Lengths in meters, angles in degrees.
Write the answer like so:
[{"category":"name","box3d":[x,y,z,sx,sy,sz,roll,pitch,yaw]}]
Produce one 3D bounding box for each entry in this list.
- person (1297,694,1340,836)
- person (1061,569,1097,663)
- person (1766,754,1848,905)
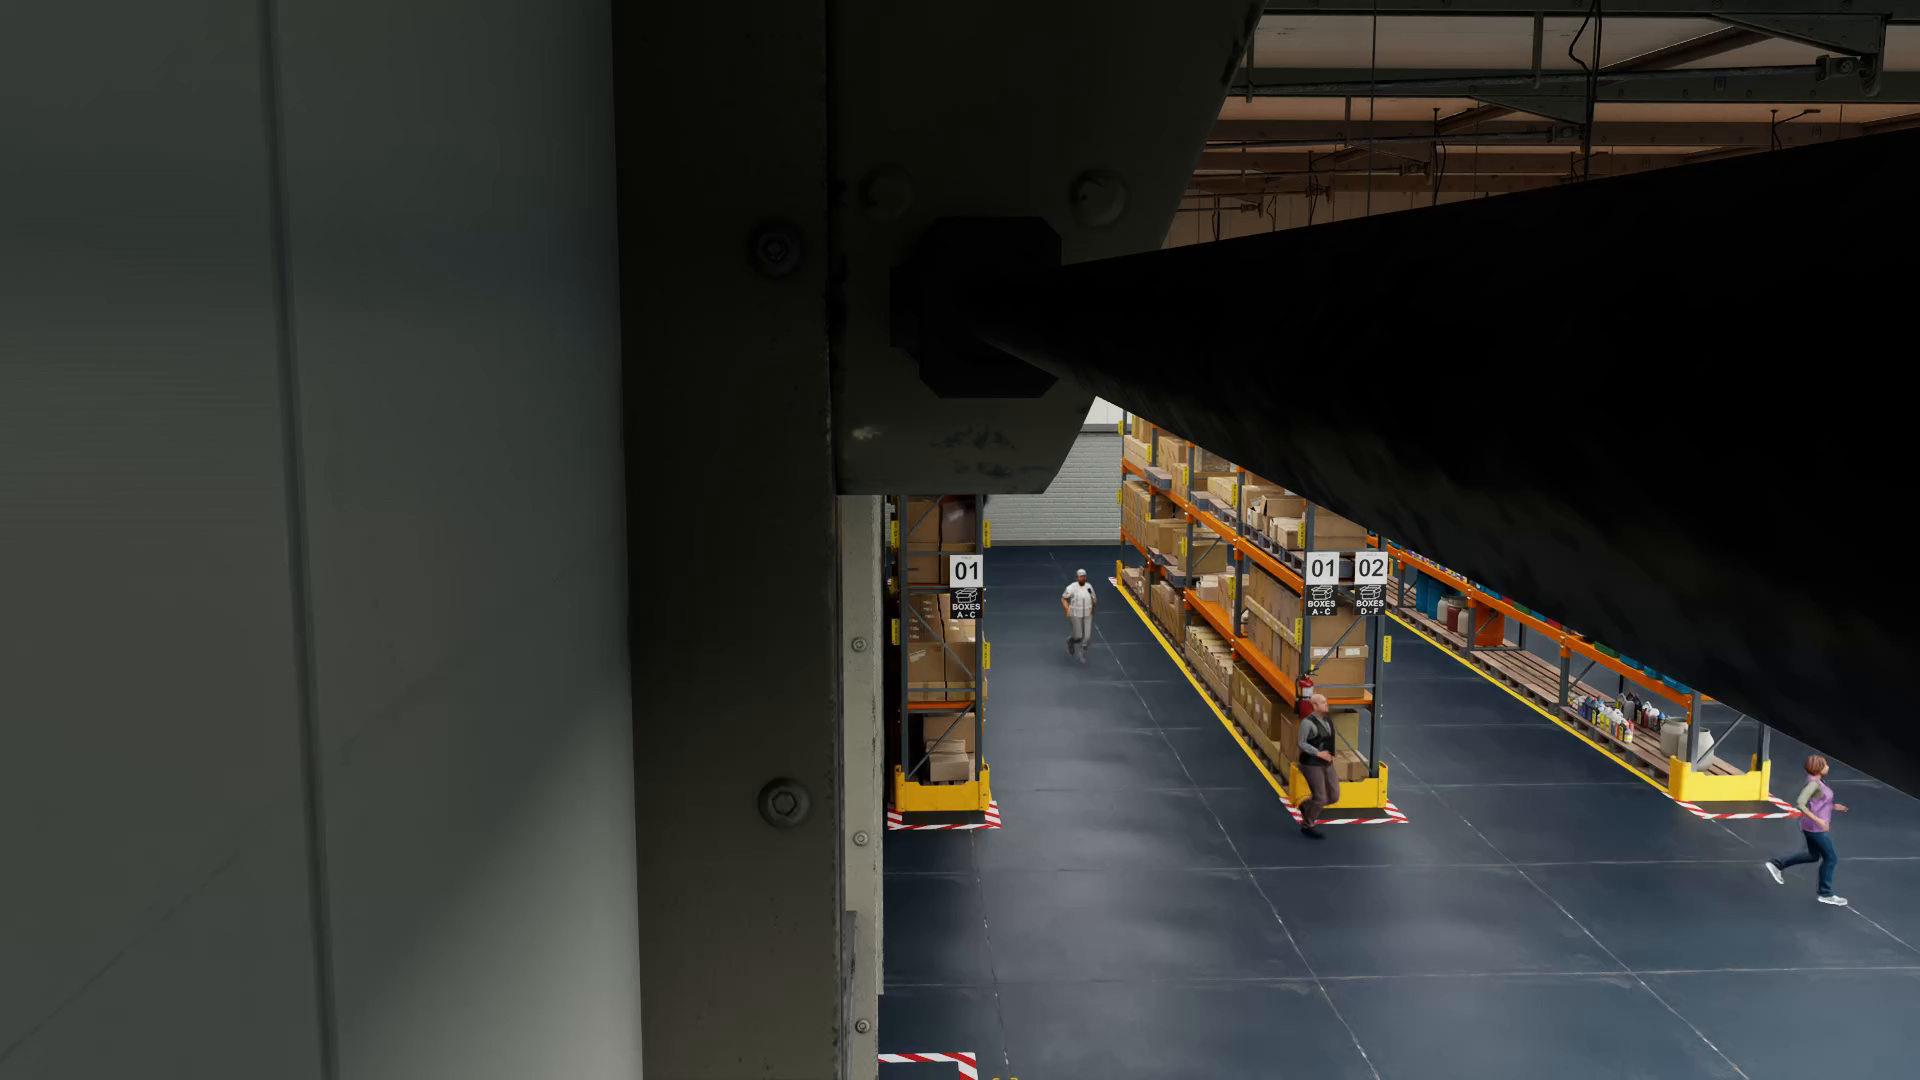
[{"category":"person","box3d":[4.224,2.634,19.498,0.542,1.683,0.669,8,12,43]},{"category":"person","box3d":[2.087,1.312,28.737,0.607,1.627,0.549,-2,9,-14]},{"category":"person","box3d":[8.897,3.007,17.392,0.792,1.566,0.548,4,9,26]}]
